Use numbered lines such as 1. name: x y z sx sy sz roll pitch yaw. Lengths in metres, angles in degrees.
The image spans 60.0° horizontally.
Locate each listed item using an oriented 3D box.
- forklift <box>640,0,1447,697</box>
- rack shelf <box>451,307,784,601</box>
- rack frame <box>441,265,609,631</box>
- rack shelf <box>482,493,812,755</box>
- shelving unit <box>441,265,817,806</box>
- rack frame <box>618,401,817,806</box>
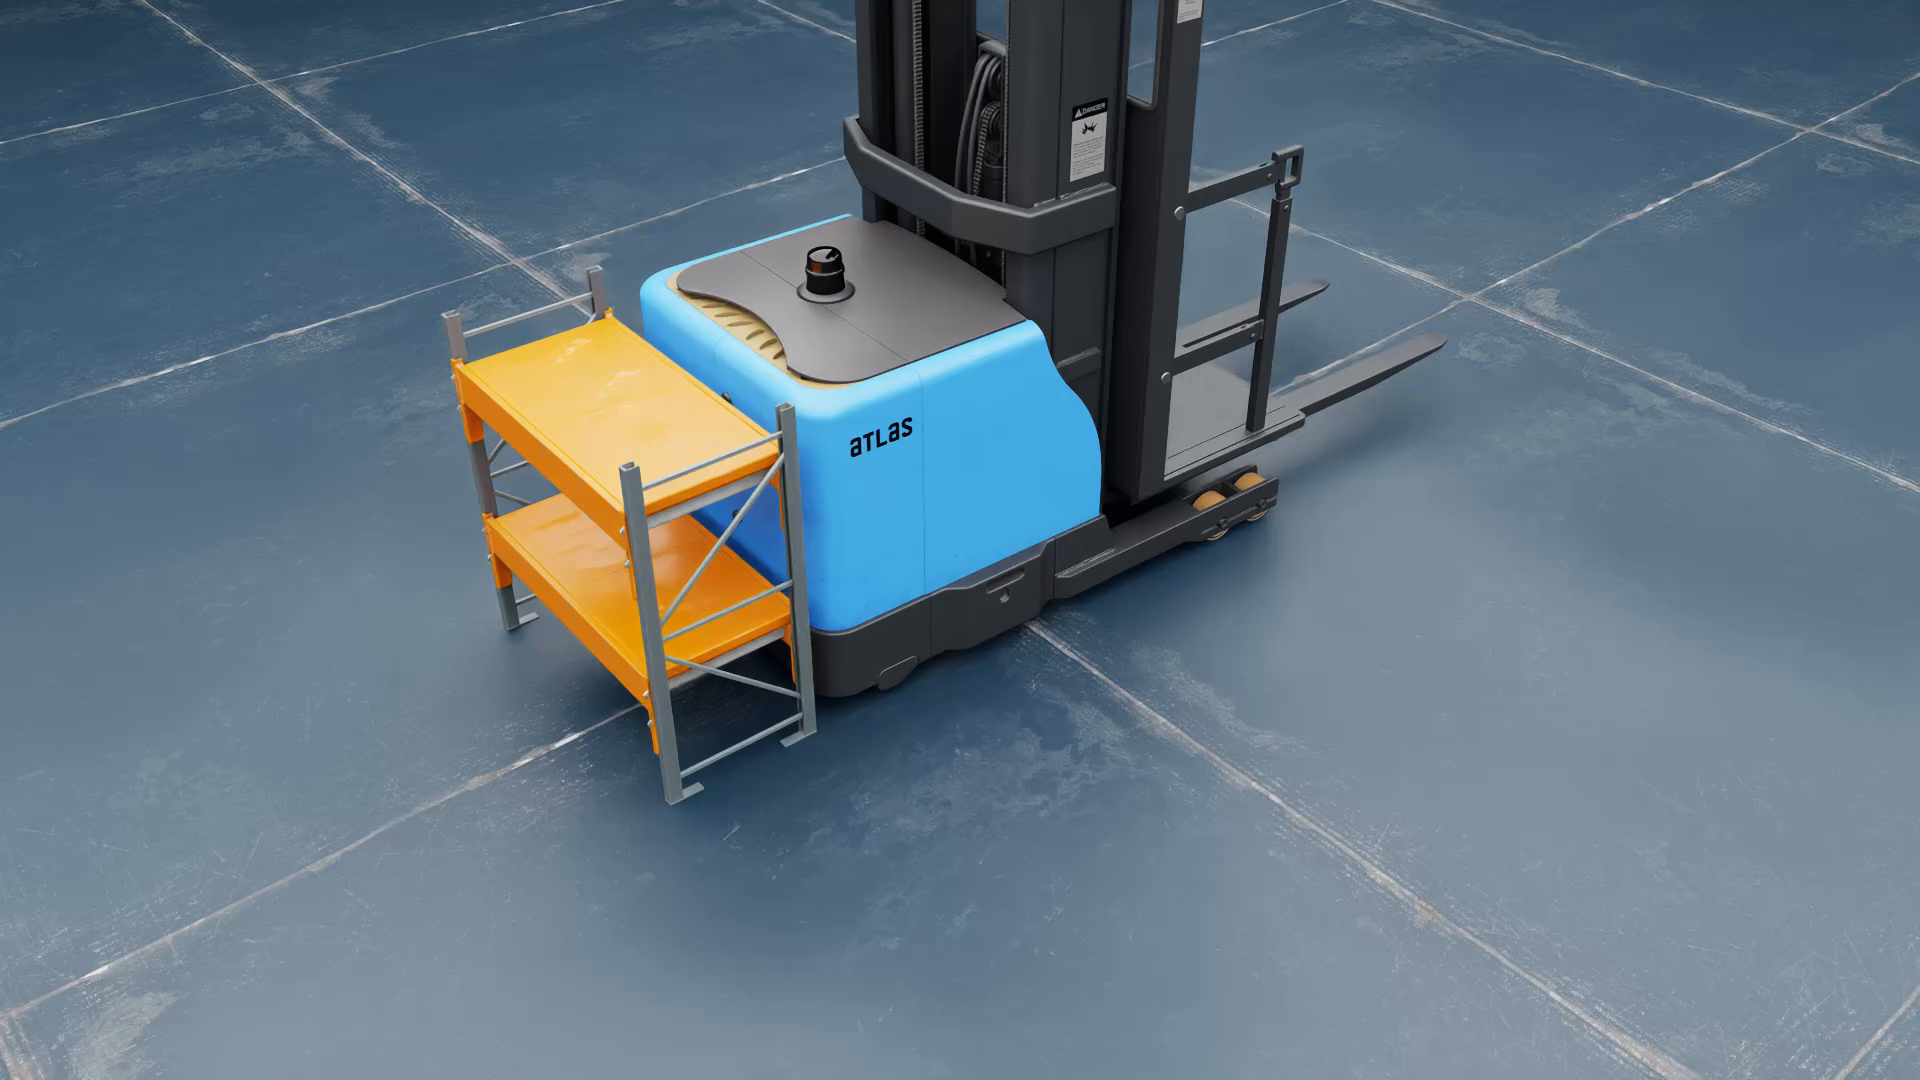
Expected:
1. forklift: 0.494 -1.415 5.212 3.031 2.935 1.130 -24 42 -30
2. rack shelf: -0.948 -0.273 4.656 0.538 0.278 1.000 -25 42 -31
3. rack frame: -1.265 -0.264 5.149 0.500 1.125 0.032 -25 42 -31
4. rack shelf: -0.948 0.165 4.966 0.538 0.278 1.000 -25 42 -31
5. shelving unit: -0.948 -0.034 4.825 0.538 1.125 1.048 -25 42 -31
6. rack frame: -0.630 0.195 4.501 0.500 1.125 0.032 -25 42 -31
